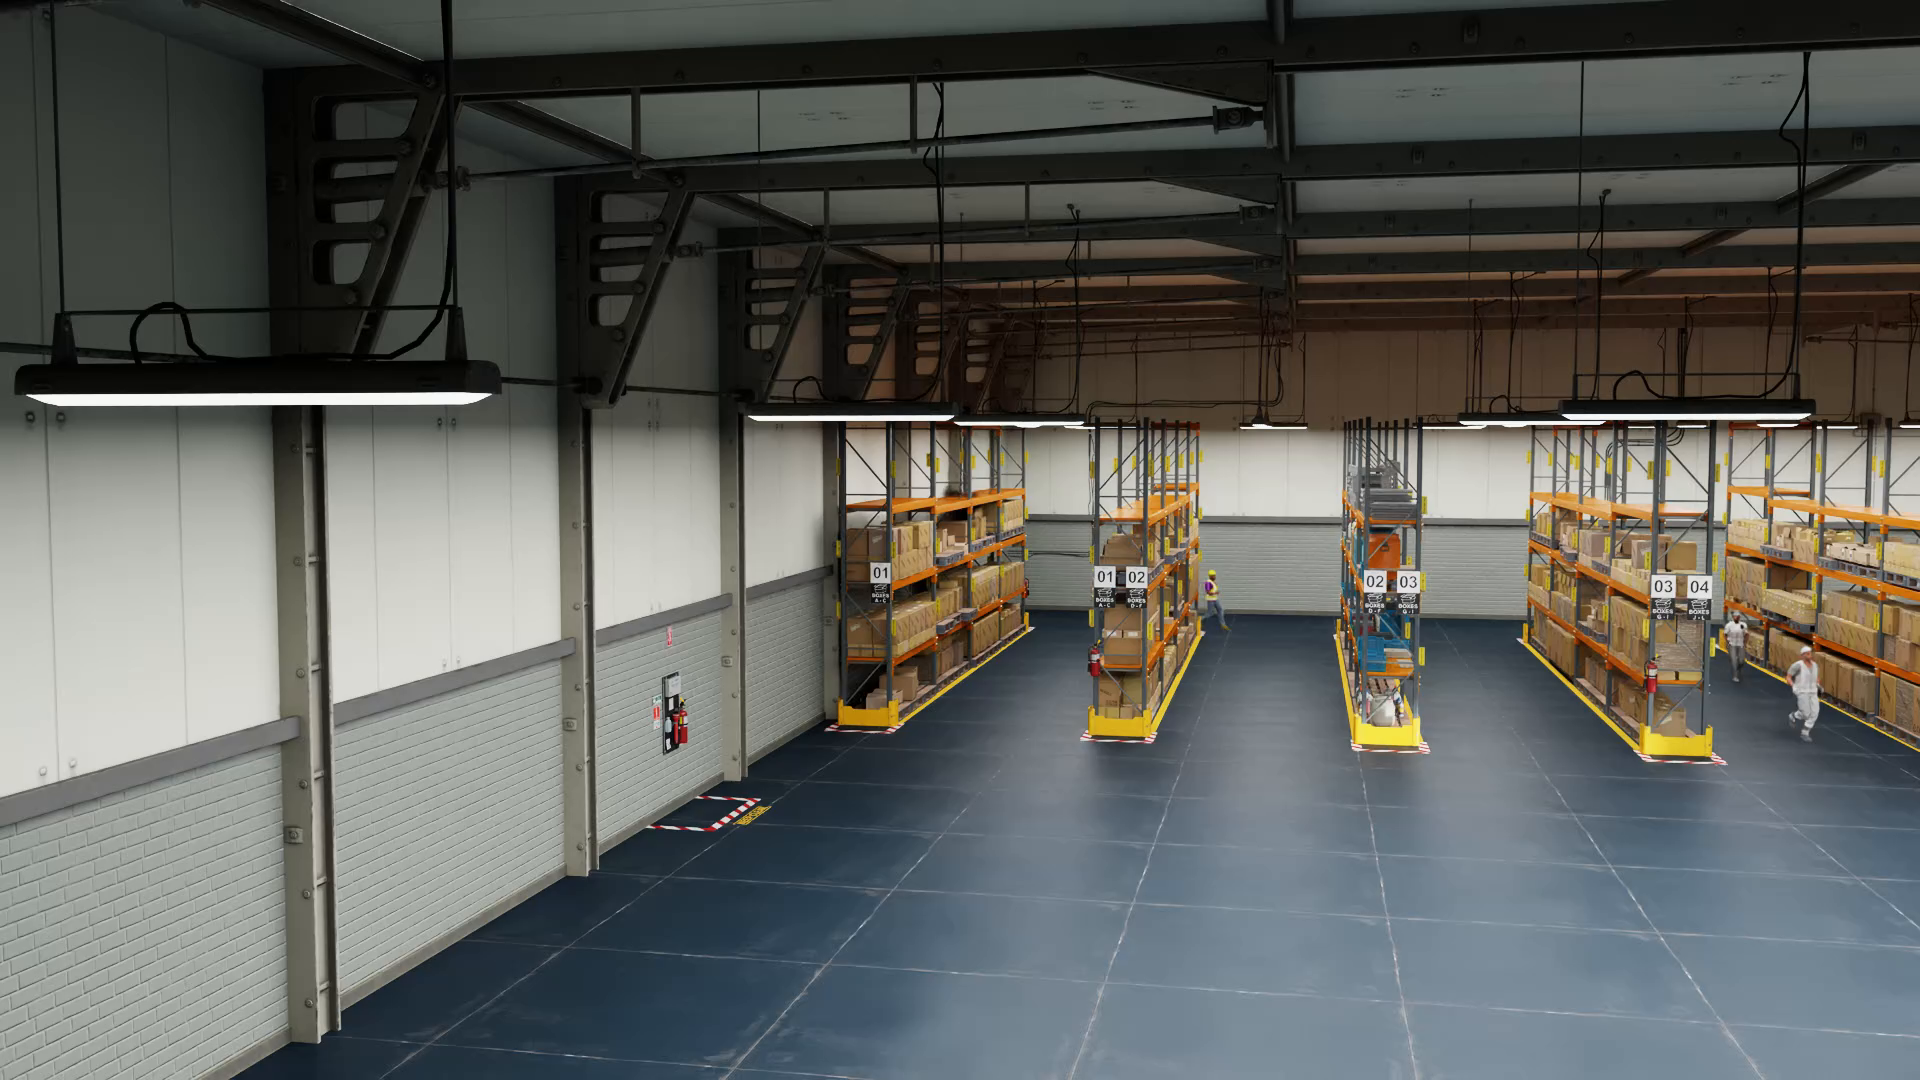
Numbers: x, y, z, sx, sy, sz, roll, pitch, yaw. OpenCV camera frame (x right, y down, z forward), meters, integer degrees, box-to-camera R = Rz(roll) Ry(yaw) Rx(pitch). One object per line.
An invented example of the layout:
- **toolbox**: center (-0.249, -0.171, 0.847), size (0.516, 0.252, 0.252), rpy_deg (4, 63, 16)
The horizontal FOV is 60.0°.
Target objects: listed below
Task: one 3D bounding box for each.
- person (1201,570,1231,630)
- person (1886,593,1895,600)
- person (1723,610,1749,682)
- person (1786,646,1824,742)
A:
- **person**: center (7.286, 1.741, 48.033), size (0.966, 1.749, 0.719), rpy_deg (2, 4, 26)
- **person**: center (24.902, 2.029, 44.622), size (0.590, 1.617, 0.614), rpy_deg (1, 4, 14)
- **person**: center (17.803, 2.420, 38.150), size (0.555, 1.654, 0.522), rpy_deg (1, 4, 18)
- **person**: center (15.755, 2.853, 31.027), size (0.670, 1.752, 0.611), rpy_deg (0, 4, -7)
